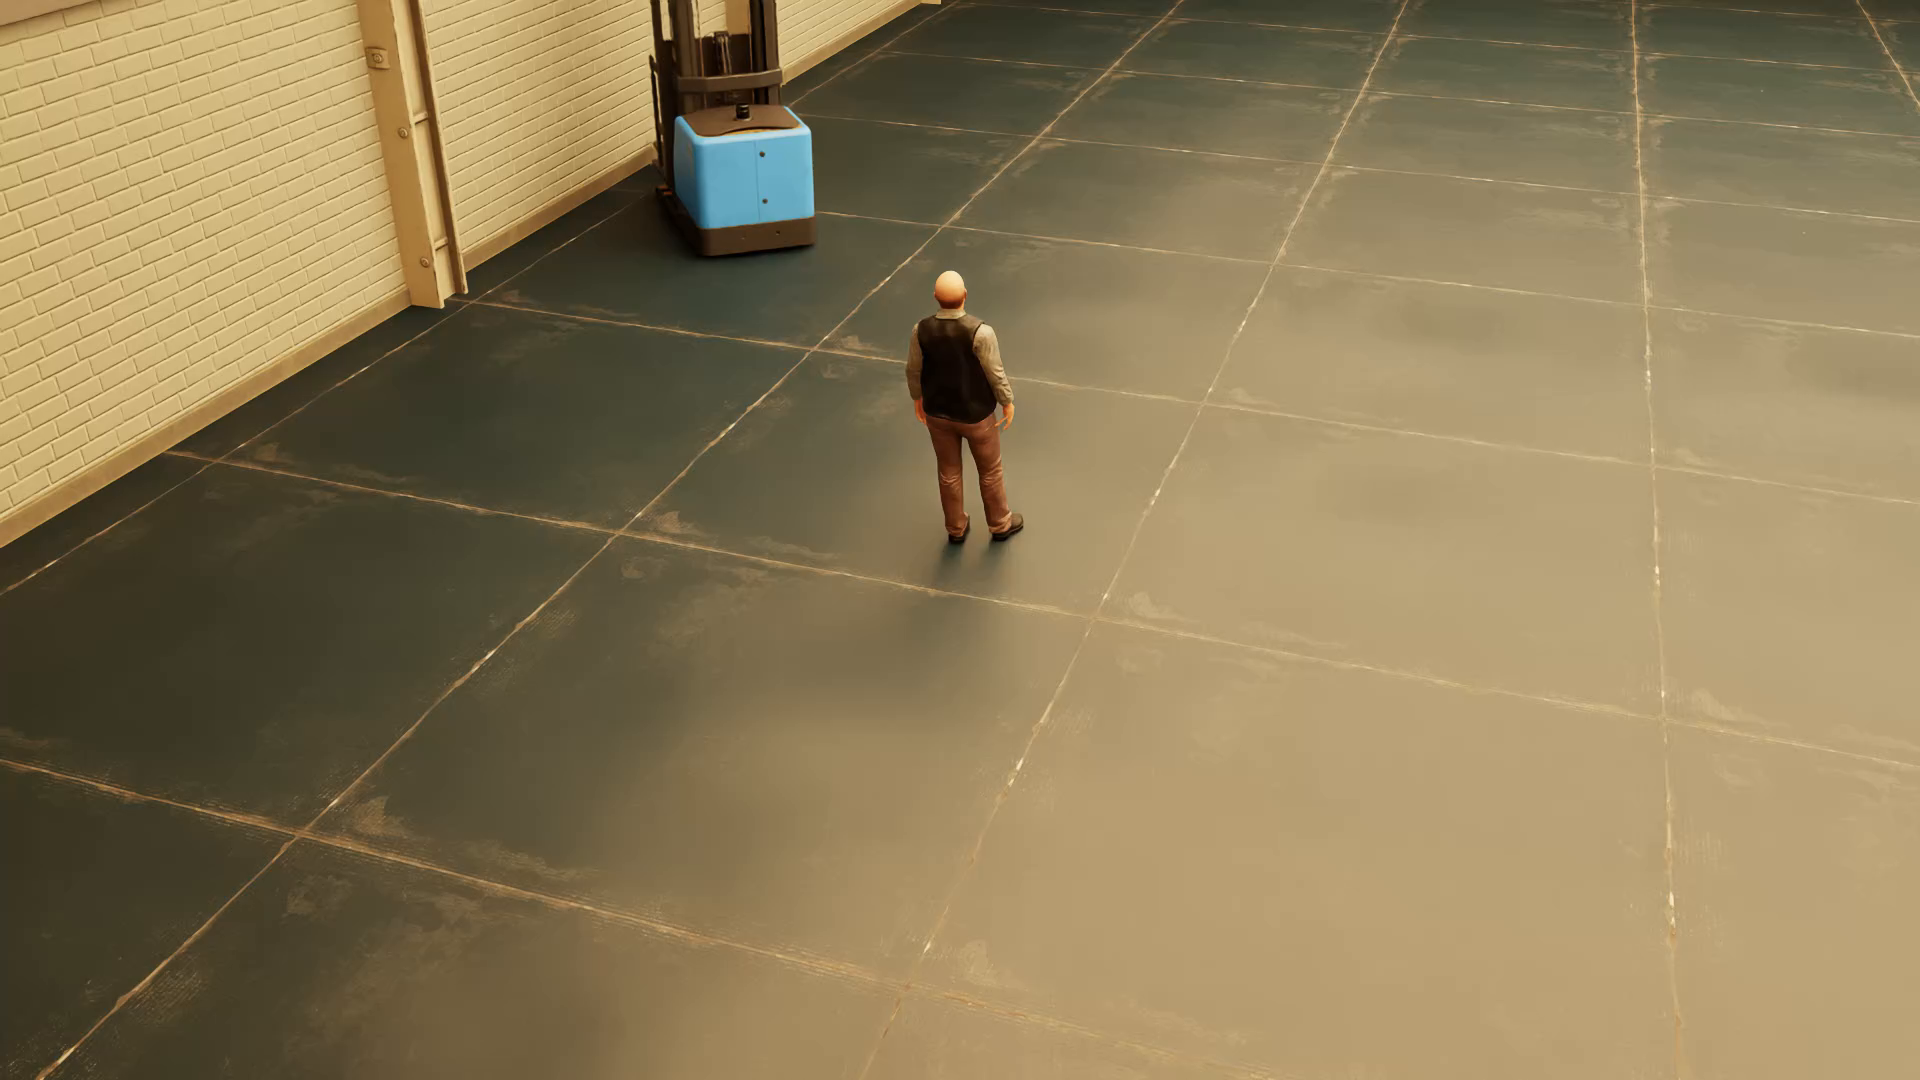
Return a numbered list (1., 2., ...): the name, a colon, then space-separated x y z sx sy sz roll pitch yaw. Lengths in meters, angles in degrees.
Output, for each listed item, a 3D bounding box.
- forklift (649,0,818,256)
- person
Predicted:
1. forklift: -2.229 -4.415 14.882 1.130 2.935 3.031 -10 31 -17
2. person: 0.028 -0.782 9.715 0.632 1.720 0.568 10 31 16
